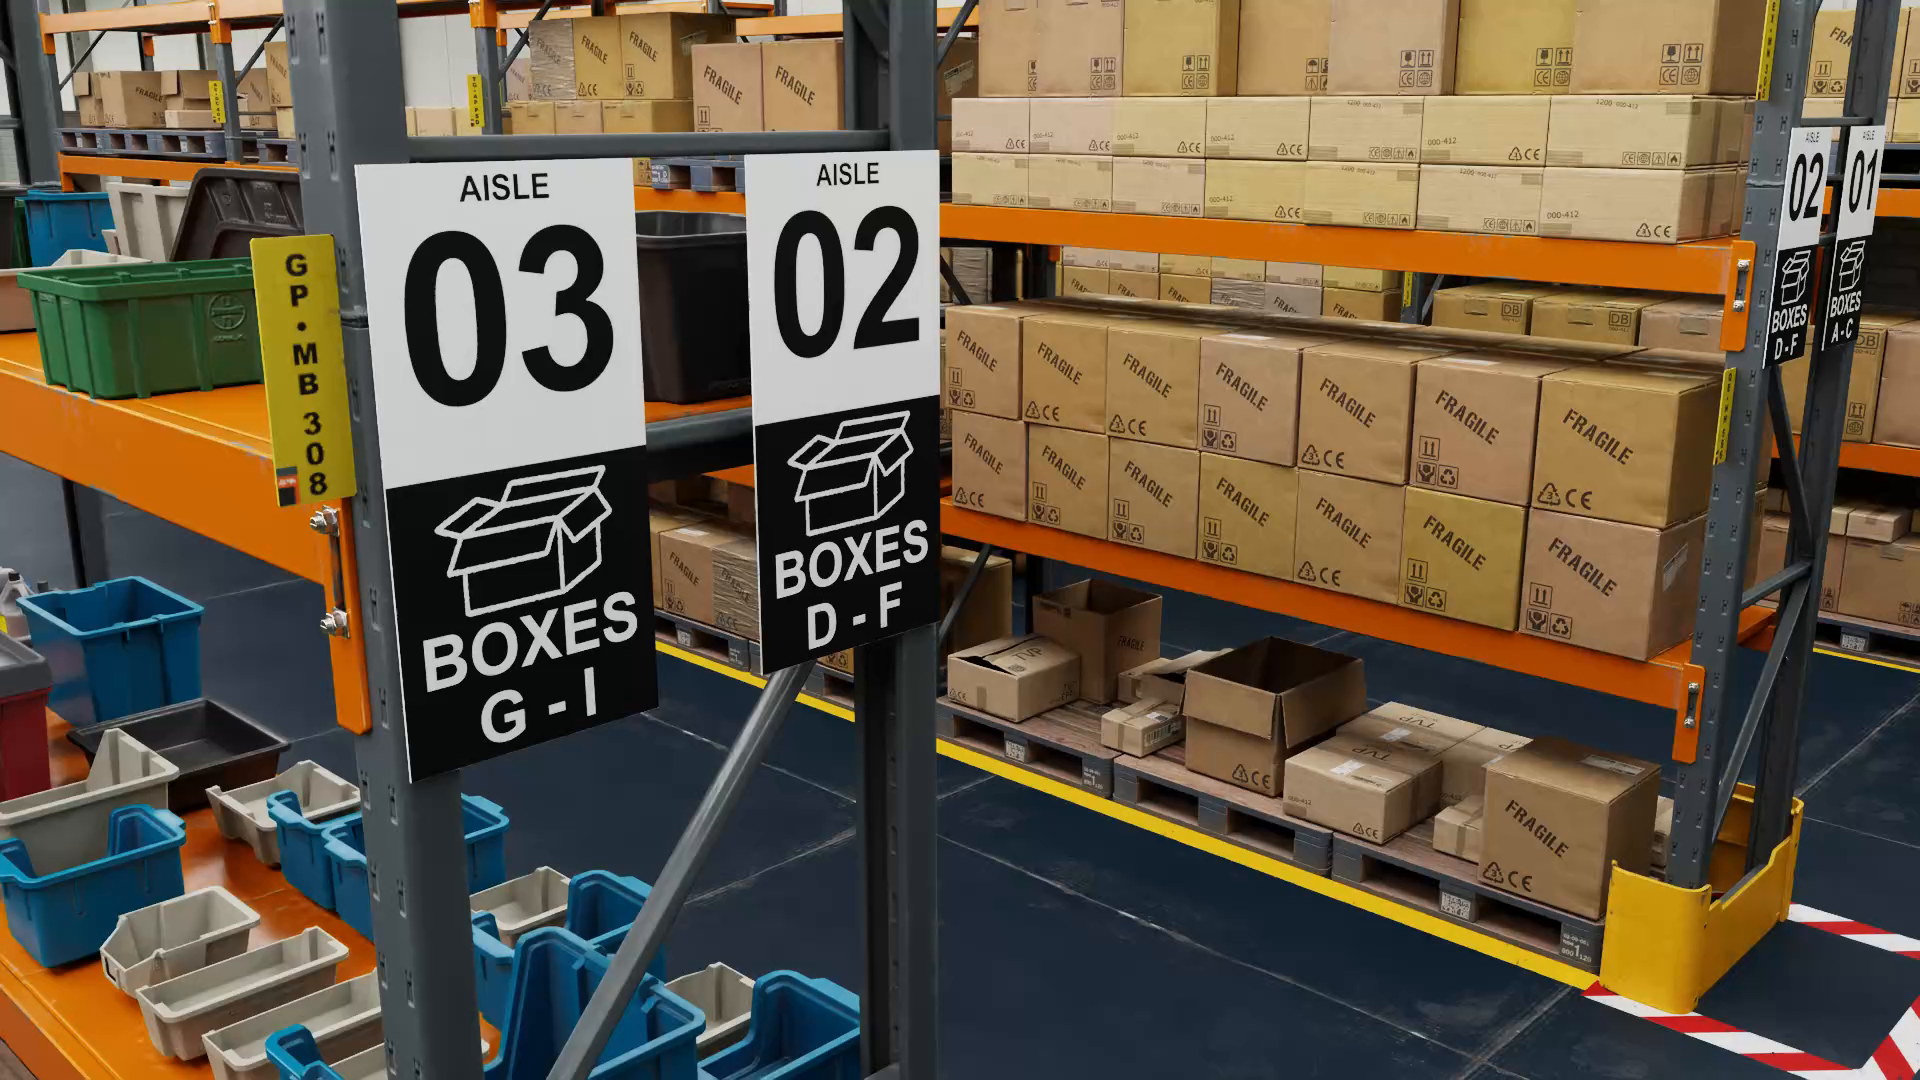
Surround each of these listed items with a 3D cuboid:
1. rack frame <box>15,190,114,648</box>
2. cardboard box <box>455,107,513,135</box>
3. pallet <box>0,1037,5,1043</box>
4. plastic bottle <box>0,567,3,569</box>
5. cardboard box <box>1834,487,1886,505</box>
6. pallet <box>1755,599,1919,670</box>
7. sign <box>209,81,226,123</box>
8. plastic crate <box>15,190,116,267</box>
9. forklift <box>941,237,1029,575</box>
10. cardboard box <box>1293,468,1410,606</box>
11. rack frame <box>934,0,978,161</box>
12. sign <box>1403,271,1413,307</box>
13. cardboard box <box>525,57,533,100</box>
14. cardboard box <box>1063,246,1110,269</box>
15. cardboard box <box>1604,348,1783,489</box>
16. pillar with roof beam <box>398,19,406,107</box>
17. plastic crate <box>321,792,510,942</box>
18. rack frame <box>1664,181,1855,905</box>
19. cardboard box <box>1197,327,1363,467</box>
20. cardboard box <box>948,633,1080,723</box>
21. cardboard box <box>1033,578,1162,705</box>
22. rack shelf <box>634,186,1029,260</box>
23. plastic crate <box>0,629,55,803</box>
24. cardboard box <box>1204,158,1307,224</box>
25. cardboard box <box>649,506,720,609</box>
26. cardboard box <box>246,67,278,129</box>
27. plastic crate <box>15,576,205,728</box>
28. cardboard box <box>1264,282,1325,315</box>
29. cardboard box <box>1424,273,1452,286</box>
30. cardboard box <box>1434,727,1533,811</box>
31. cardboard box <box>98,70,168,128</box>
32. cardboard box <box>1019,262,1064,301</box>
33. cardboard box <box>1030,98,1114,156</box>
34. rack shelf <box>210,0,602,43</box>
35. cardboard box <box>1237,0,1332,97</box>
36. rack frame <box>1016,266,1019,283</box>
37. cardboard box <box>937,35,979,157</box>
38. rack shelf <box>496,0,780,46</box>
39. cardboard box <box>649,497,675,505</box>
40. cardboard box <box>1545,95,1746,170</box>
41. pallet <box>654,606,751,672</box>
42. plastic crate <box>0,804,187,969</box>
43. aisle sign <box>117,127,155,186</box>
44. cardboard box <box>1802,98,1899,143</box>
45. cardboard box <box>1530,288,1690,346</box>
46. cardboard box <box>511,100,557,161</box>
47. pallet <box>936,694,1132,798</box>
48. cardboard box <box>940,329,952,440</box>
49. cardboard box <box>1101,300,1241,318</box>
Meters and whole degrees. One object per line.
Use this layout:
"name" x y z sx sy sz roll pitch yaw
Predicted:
"rack frame" -3.309 0.393 5.476 0.127 3.000 1.000 14 20 42
"cardboard box" -3.113 -2.857 11.464 0.500 0.250 0.500 12 19 38
"pallet" -3.835 1.599 6.375 1.213 0.211 1.003 14 20 42
"plastic bottle" -3.705 0.215 6.411 0.097 0.271 0.097 0 15 0
"cardboard box" 5.738 -0.220 10.667 0.250 0.149 0.380 14 20 42
"pallet" 5.817 0.518 10.525 1.213 0.211 1.003 14 20 42
"sign" -6.011 -3.545 13.457 0.005 0.325 0.100 14 20 42
"plastic crate" -2.432 -0.877 4.730 0.300 0.233 0.416 14 20 42
"forklift" -0.044 -1.245 11.897 1.130 2.935 3.031 1 15 2
"cardboard box" 1.769 -0.062 7.021 0.500 0.500 0.500 14 20 43
"rack frame" 0.132 -3.409 8.168 0.127 3.000 1.000 14 20 42
"sign" 3.198 -1.827 11.857 0.005 0.325 0.100 14 20 42
"cardboard box" -4.636 -5.291 19.118 0.500 0.500 0.500 13 20 42
"cardboard box" 1.224 -2.450 14.072 0.500 0.250 0.500 13 20 41
"cardboard box" 2.875 -0.464 6.581 0.500 0.500 0.500 -14 20 -42
"pillar with roof beam" -11.274 -6.712 20.845 0.400 9.000 9.100 14 20 42
"plastic crate" -1.326 0.811 4.083 0.300 0.233 0.416 14 20 42
"rack frame" 3.012 0.194 6.238 0.127 3.000 1.000 14 20 42
"cardboard box" 1.390 -0.634 7.235 0.500 0.500 0.500 -14 20 -42
"cardboard box" 0.284 0.695 8.775 0.500 0.311 0.500 14 20 42
"cardboard box" 0.739 0.539 8.999 0.500 0.500 0.500 14 20 42
"rack shelf" -1.308 -1.959 9.980 4.000 0.370 1.077 14 20 42
"plastic crate" -2.840 0.534 4.686 0.583 0.464 0.402 14 20 42
"cardboard box" 1.389 -1.492 7.057 0.500 0.250 0.500 14 20 42
"cardboard box" -1.880 0.102 10.678 0.500 0.500 0.500 13 20 41
"cardboard box" -5.807 -3.813 14.358 0.500 0.500 0.500 -12 19 -40
"plastic crate" -2.736 0.391 5.395 0.575 0.384 0.392 14 20 42
"cardboard box" 2.686 -1.730 12.795 0.500 0.500 0.500 14 20 43
"cardboard box" 3.417 -2.098 12.721 0.500 0.250 0.500 -14 20 -42
"cardboard box" 2.457 1.078 7.427 0.500 0.250 0.500 14 20 42
"cardboard box" -7.501 -4.037 15.217 0.500 0.500 0.500 14 20 42
"cardboard box" 0.860 -2.176 14.507 0.500 0.500 0.500 -14 20 -43
"cardboard box" 0.671 -1.909 7.668 0.500 0.250 0.500 14 20 42
"rack shelf" -4.187 -3.917 12.339 4.000 0.370 1.077 14 20 42
"cardboard box" 1.600 -2.152 7.111 0.500 0.500 0.700 14 20 42
"rack frame" 0.688 -2.106 15.064 0.127 3.000 1.000 14 20 42
"cardboard box" -0.179 -2.359 8.858 0.600 0.600 0.600 11 18 37
"rack shelf" -3.631 -5.709 18.429 4.000 0.370 1.077 14 20 42
"cardboard box" -1.911 -0.088 11.406 0.500 0.500 0.500 -14 20 -42
"cardboard box" 2.465 -1.470 5.983 0.500 0.250 0.500 14 20 42
"pallet" -1.362 0.495 10.615 1.213 0.211 1.003 14 20 42
"plastic crate" -2.086 0.832 4.004 0.300 0.233 0.416 14 20 42
"aisle sign" -8.350 -3.929 16.905 0.004 0.787 0.394 14 20 42
"cardboard box" 5.360 -2.507 9.922 0.500 0.250 0.500 13 19 40
"cardboard box" 4.469 -1.324 11.470 0.700 0.700 0.980 13 19 41
"cardboard box" -2.410 -2.636 10.951 0.500 0.500 0.910 14 20 42
"pallet" 0.626 0.964 8.814 1.213 0.211 1.003 14 20 42
"cardboard box" -0.054 -0.881 9.333 0.500 0.500 0.700 7 16 24
"cardboard box" 1.047 -0.907 8.284 0.500 0.500 0.500 13 20 41
